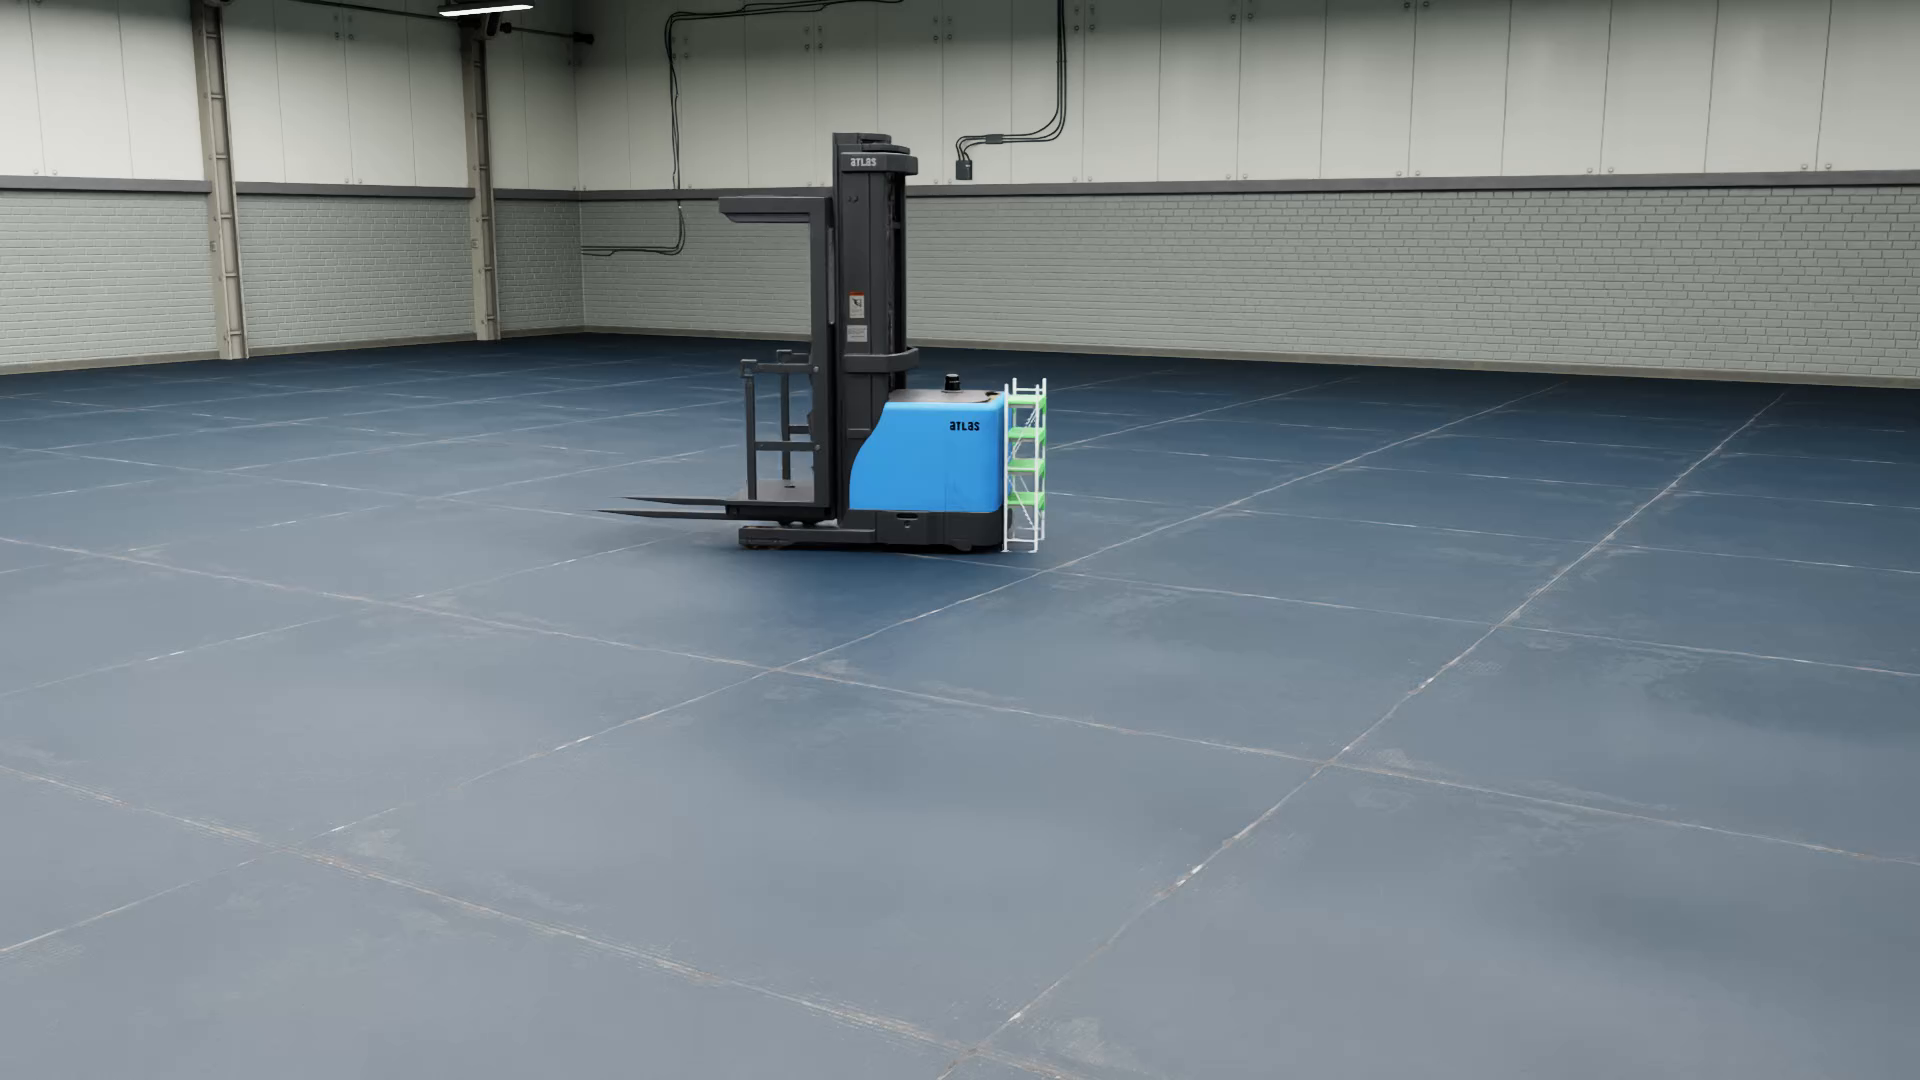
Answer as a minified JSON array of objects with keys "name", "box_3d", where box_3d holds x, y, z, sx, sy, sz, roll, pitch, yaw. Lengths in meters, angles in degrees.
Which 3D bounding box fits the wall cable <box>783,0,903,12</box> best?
[{"name":"wall cable","box_3d":[-2.229,-11.583,32.140,3.097,2.526,0.112,6,12,31]}]

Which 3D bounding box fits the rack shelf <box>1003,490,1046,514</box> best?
[{"name":"rack shelf","box_3d":[0.472,-0.250,12.095,0.258,0.148,0.480,2,11,8]}]

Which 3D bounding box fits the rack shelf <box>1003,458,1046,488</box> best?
[{"name":"rack shelf","box_3d":[0.472,-0.486,12.050,0.258,0.148,0.480,2,11,8]}]

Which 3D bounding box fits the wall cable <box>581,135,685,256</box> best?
[{"name":"wall cable","box_3d":[-7.186,-7.419,35.983,3.097,2.526,0.112,6,12,31]}]

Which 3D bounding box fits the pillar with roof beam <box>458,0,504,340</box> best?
[{"name":"pillar with roof beam","box_3d":[-6.166,-8.197,31.701,9.100,9.000,0.548,6,12,31]}]

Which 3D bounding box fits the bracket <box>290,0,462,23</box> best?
[{"name":"bracket","box_3d":[-11.095,-9.874,30.872,0.076,0.066,4.783,6,12,31]}]

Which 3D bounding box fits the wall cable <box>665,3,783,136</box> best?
[{"name":"wall cable","box_3d":[-4.874,-9.643,34.138,3.097,2.526,0.112,6,12,31]}]

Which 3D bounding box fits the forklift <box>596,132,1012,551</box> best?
[{"name":"forklift","box_3d":[-1.159,-1.462,12.212,3.031,2.935,1.130,2,11,8]}]

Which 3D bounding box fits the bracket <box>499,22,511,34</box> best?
[{"name":"bracket","box_3d":[-9.326,-10.409,33.734,0.235,0.232,0.430,6,12,31]}]

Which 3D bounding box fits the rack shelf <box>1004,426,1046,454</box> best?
[{"name":"rack shelf","box_3d":[0.472,-0.722,12.006,0.258,0.148,0.480,2,11,8]}]

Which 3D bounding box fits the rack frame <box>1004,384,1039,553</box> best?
[{"name":"rack frame","box_3d":[0.436,-0.504,11.801,0.240,1.200,0.015,2,11,8]}]

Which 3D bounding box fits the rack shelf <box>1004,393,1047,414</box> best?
[{"name":"rack shelf","box_3d":[0.473,-0.958,11.962,0.258,0.148,0.480,2,11,8]}]

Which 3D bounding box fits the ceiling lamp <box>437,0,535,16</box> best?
[{"name":"ceiling lamp","box_3d":[-7.792,-10.416,27.691,2.000,3.185,0.800,6,12,31]}]

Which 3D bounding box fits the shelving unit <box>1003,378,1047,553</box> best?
[{"name":"shelving unit","box_3d":[0.472,-0.549,12.039,0.258,1.200,0.503,2,11,8]}]

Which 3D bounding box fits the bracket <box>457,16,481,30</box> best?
[{"name":"bracket","box_3d":[-9.757,-10.279,33.037,0.235,0.232,0.430,6,12,31]}]

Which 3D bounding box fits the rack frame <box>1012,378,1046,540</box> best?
[{"name":"rack frame","box_3d":[0.508,-0.593,12.276,0.240,1.200,0.015,2,11,8]}]

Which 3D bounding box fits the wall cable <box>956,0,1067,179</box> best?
[{"name":"wall cable","box_3d":[0.920,-9.708,30.527,2.305,6.003,0.169,6,12,31]}]

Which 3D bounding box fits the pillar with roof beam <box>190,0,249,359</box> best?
[{"name":"pillar with roof beam","box_3d":[-9.281,-7.254,26.660,9.100,9.000,0.548,6,12,31]}]

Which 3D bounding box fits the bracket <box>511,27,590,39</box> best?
[{"name":"bracket","box_3d":[-8.403,-10.689,35.229,0.076,0.066,3.189,6,12,31]}]

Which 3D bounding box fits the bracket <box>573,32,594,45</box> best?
[{"name":"bracket","box_3d":[-8.096,-10.782,35.725,0.235,0.232,0.430,6,12,31]}]
